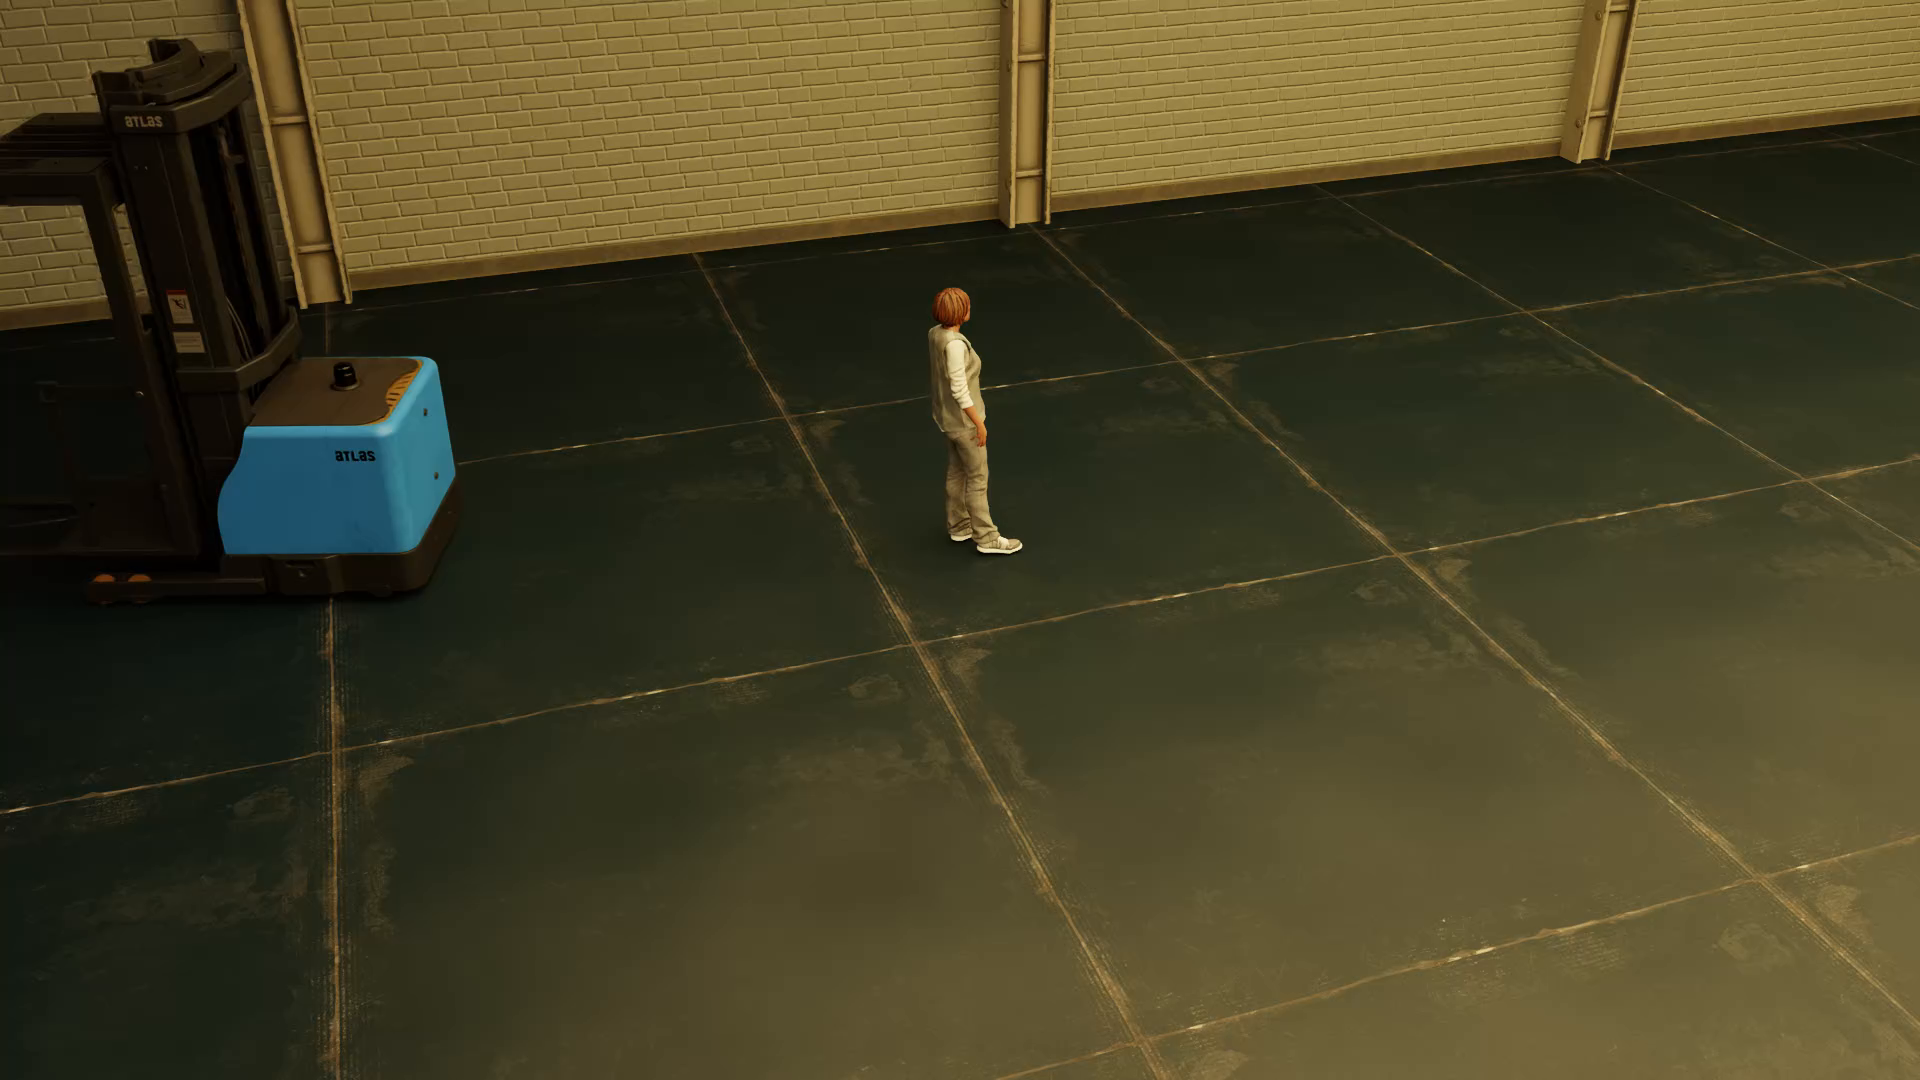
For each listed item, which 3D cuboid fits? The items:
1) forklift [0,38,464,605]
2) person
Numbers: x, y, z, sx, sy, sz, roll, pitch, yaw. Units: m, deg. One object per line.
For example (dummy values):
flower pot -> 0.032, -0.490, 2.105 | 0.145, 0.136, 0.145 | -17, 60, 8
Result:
forklift -> -4.554, -1.173, 9.125 | 3.031, 2.935, 1.130 | 0, 30, -1
person -> 0.075, -0.704, 9.633 | 0.473, 1.599, 0.520 | -10, 31, -16
